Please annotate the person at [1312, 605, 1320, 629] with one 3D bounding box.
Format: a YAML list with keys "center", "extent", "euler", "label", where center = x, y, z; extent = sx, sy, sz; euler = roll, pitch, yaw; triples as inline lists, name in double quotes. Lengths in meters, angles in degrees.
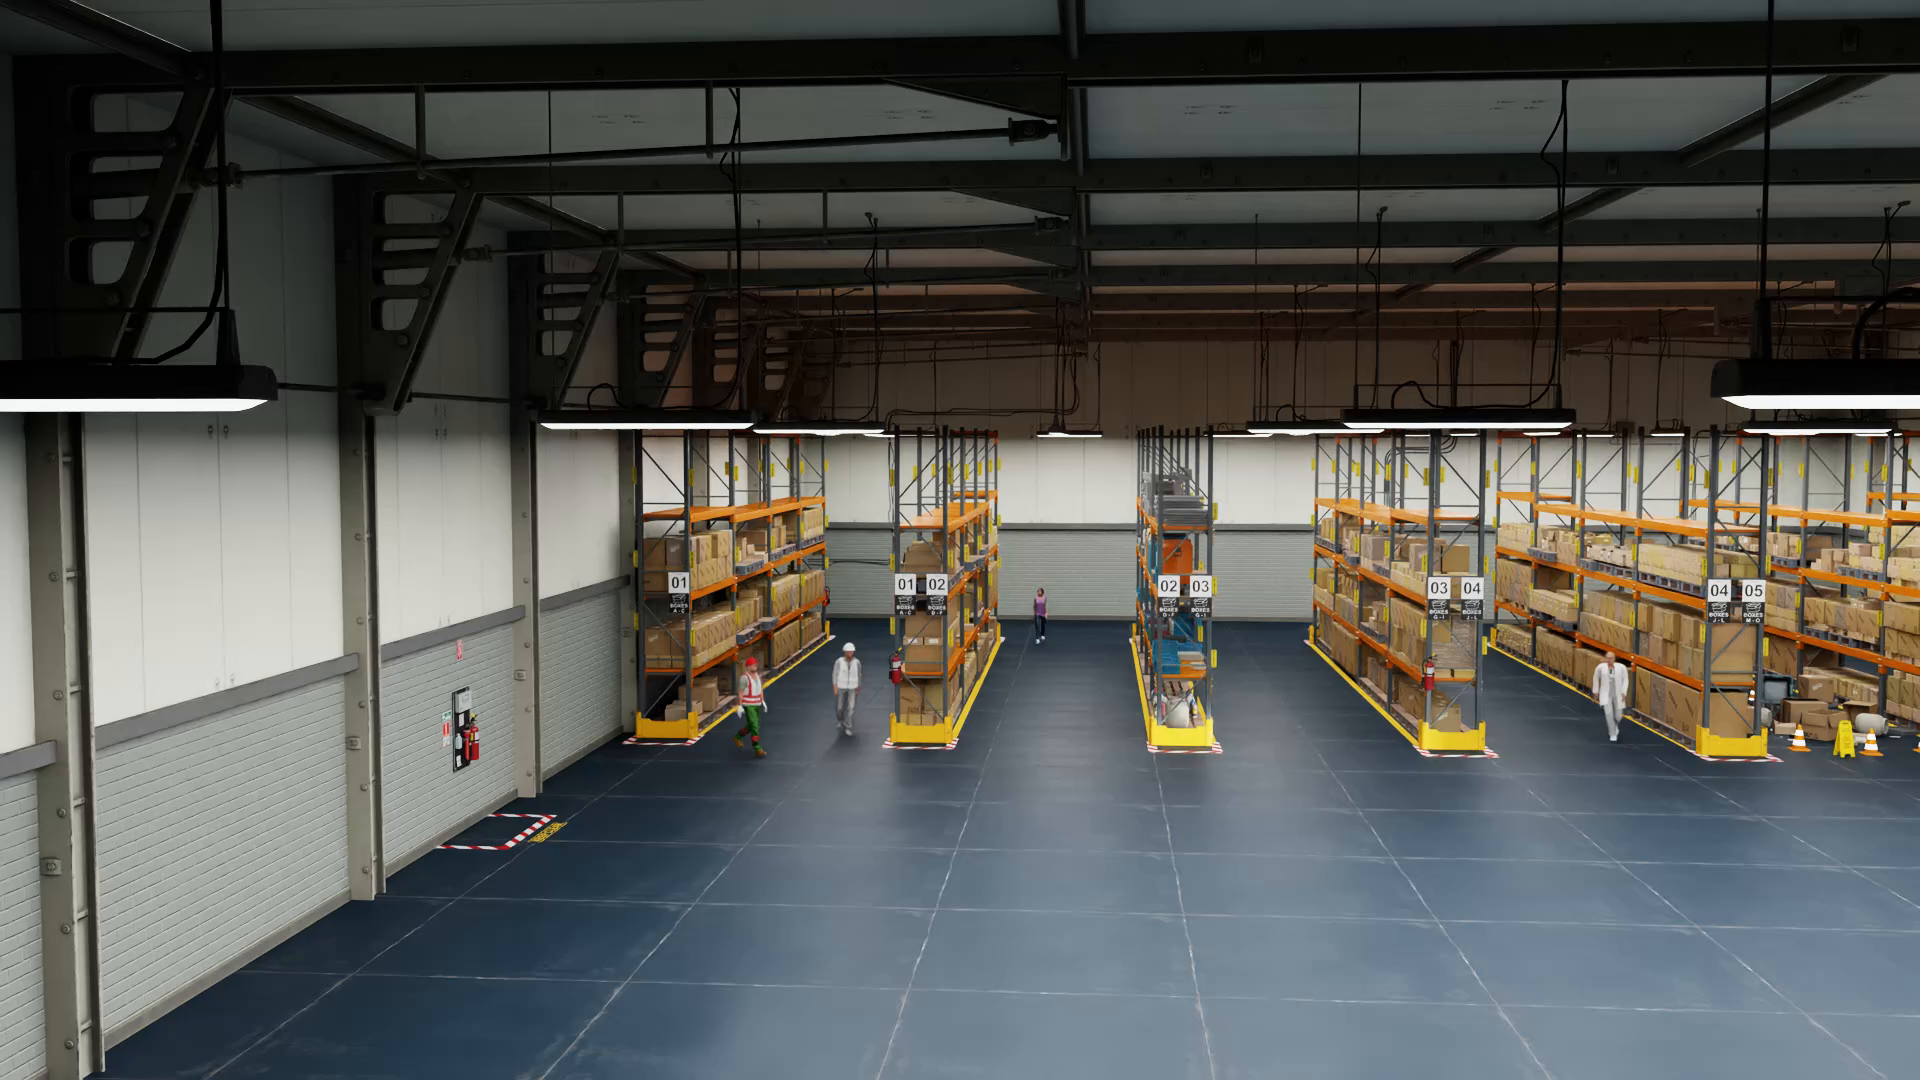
- center: [10.500, 1.996, 48.159]
  extent: [0.974, 1.650, 0.522]
  euler: [3, 5, 43]
  label: "person"

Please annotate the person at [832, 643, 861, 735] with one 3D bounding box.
- center: [-2.209, 2.903, 32.596]
  extent: [0.612, 1.770, 0.768]
  euler: [-1, 4, -16]
  label: "person"

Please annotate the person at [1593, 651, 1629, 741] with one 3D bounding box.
- center: [12.482, 2.965, 31.906]
  extent: [0.620, 1.695, 0.848]
  euler: [1, 4, 14]
  label: "person"

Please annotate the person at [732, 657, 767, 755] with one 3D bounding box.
- center: [-3.824, 3.016, 30.376]
  extent: [0.962, 1.760, 0.604]
  euler: [2, 4, 34]
  label: "person"

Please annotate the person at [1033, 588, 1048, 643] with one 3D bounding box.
- center: [2.275, 2.112, 46.880]
  extent: [0.419, 1.538, 0.972]
  euler: [0, 3, 2]
  label: "person"
